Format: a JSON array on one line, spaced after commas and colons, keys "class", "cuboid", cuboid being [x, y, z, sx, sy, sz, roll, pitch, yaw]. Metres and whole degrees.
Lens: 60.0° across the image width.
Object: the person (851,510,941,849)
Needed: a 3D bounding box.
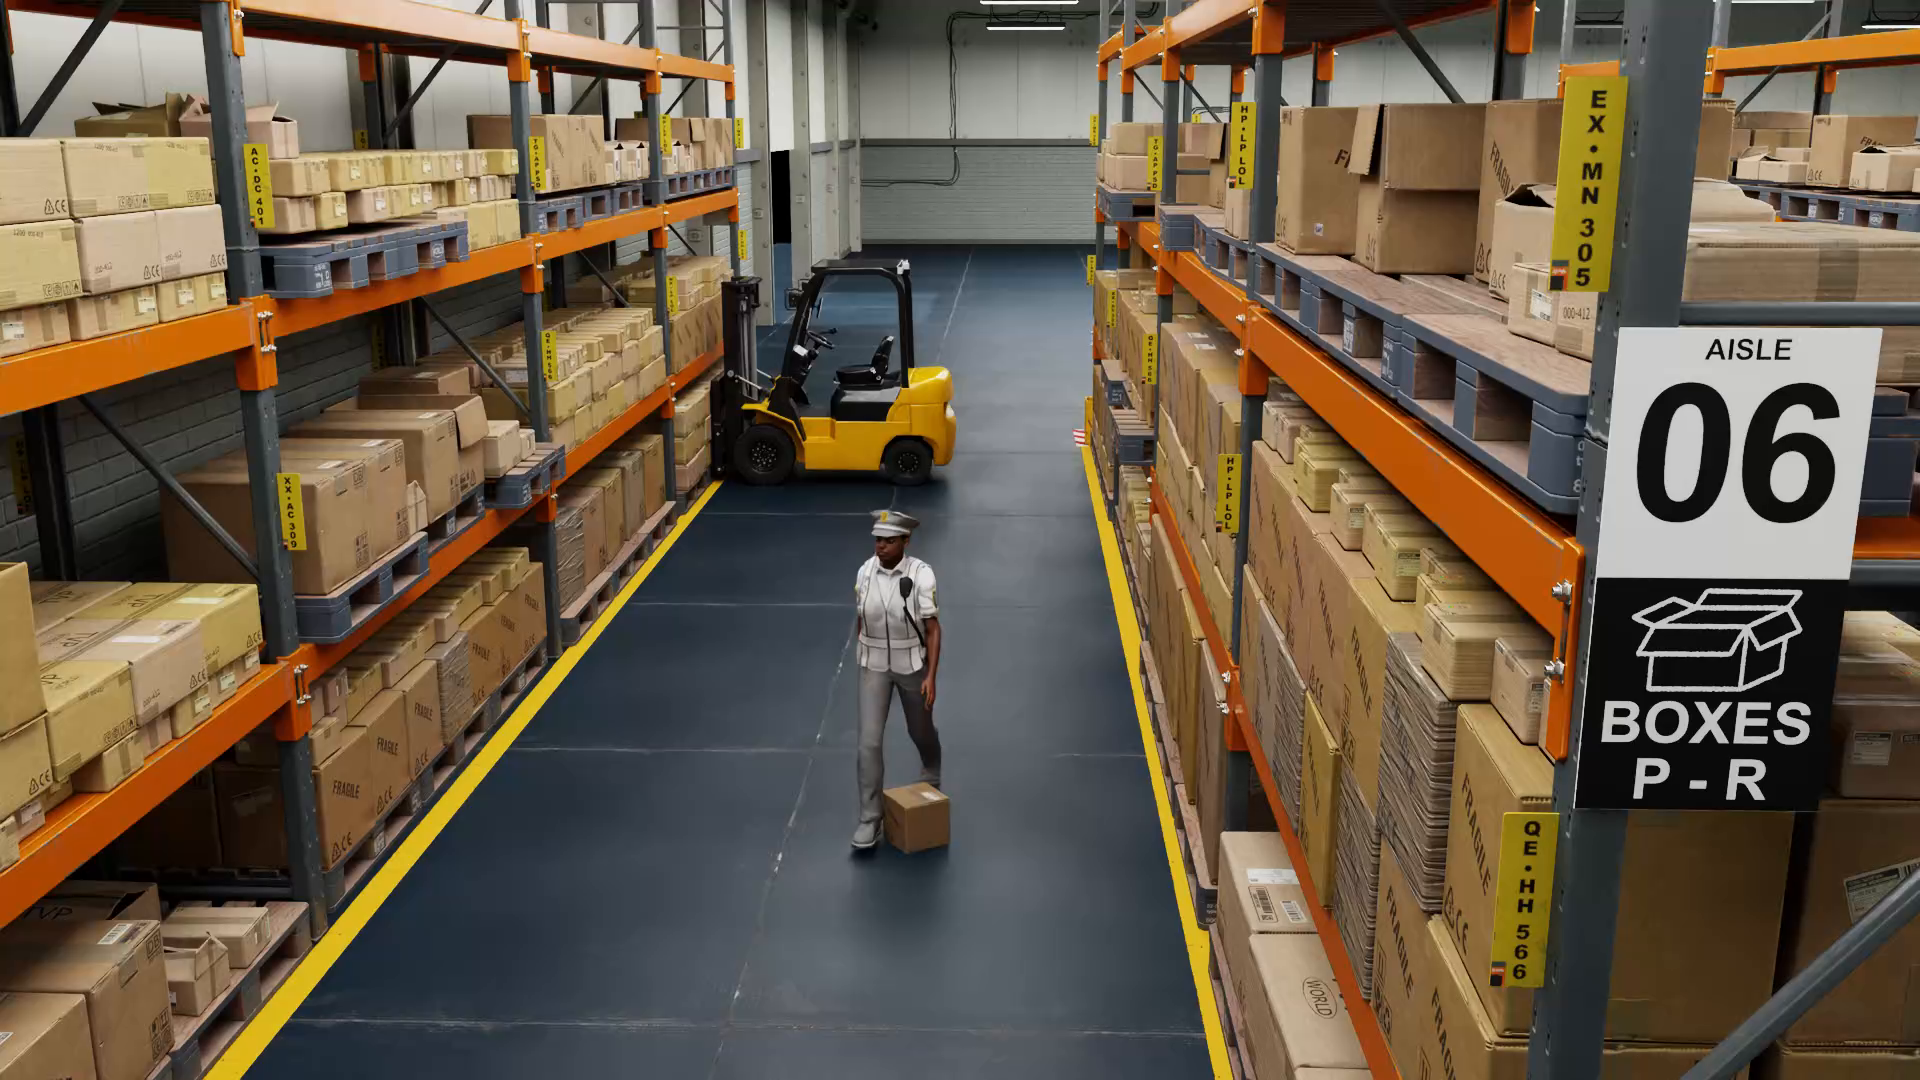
[{"class": "person", "cuboid": [-0.309, 0.626, 8.398, 0.466, 1.637, 0.984, 3, 14, 10]}]
